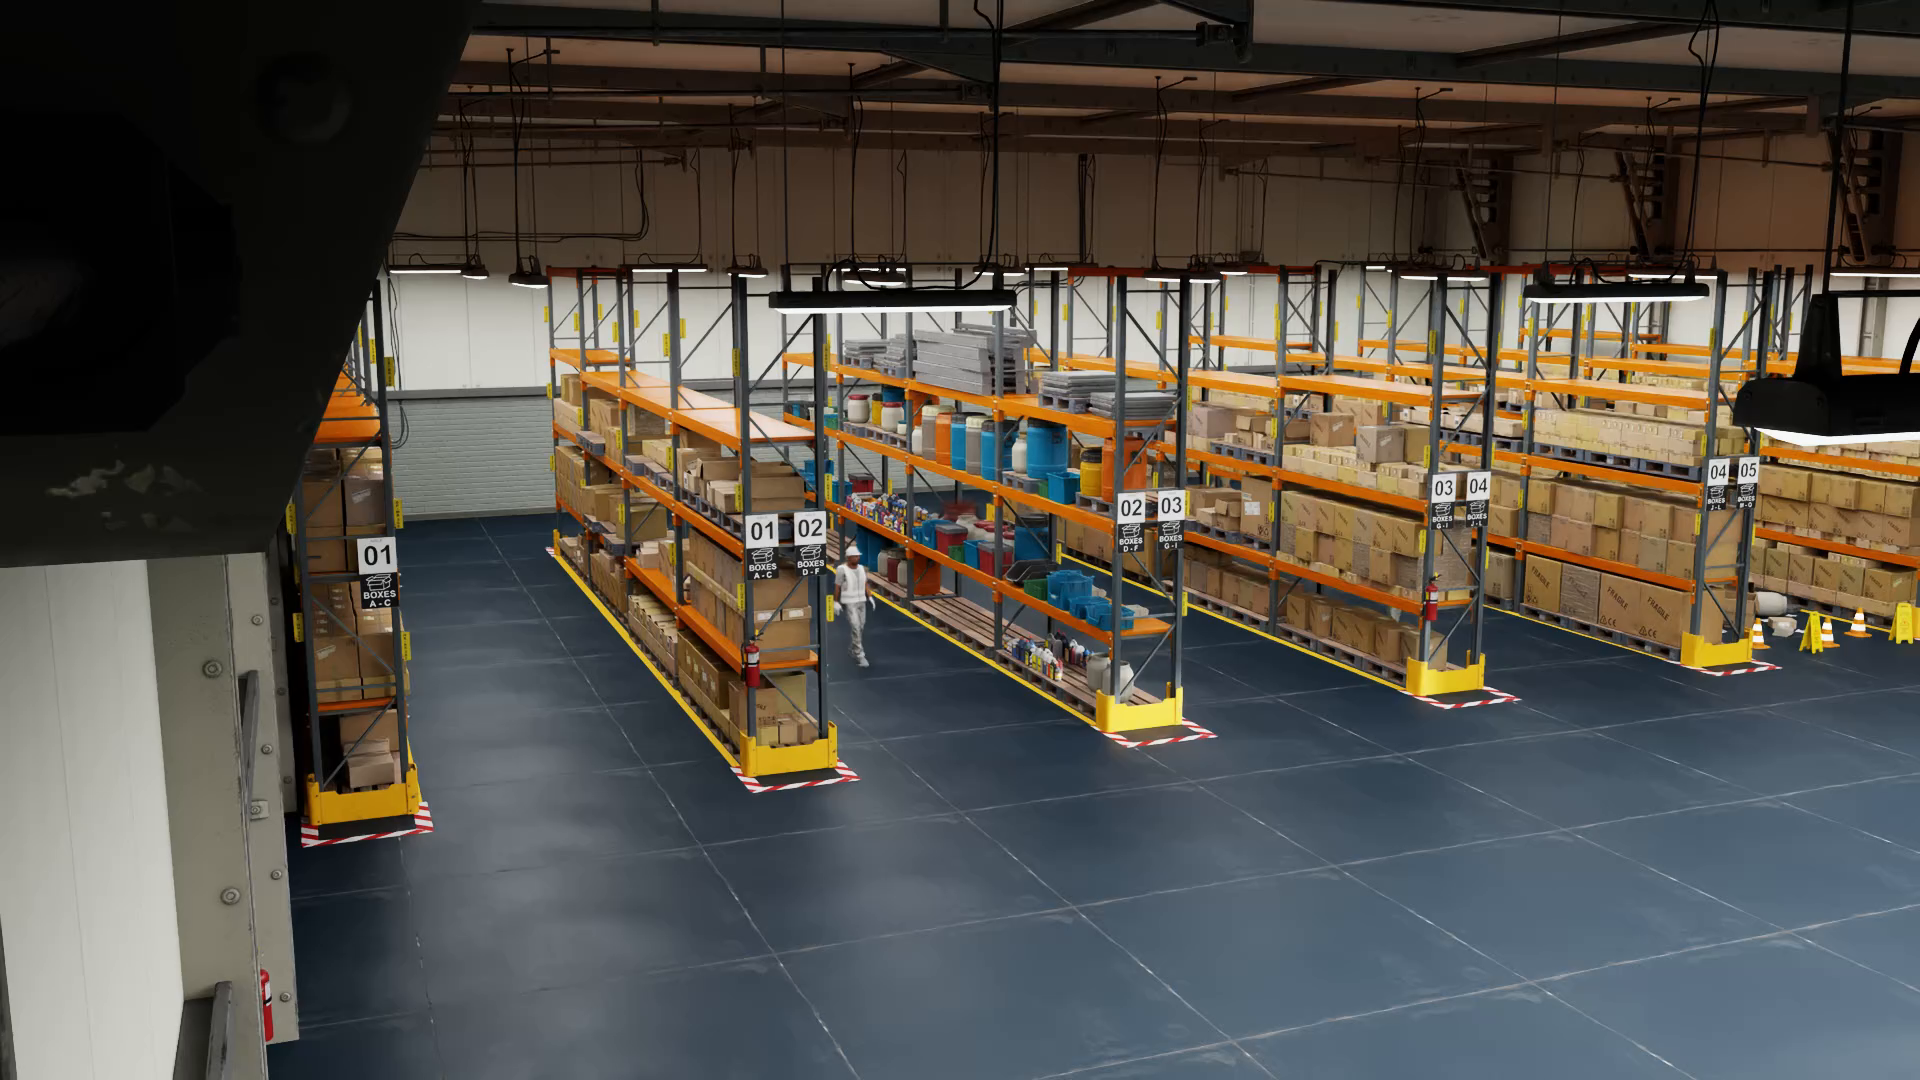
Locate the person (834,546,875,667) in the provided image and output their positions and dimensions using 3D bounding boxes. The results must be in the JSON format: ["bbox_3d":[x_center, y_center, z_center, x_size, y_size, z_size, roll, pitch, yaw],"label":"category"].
[{"bbox_3d":[-1.558,1.009,25.789,0.584,1.786,0.747,-9,14,-43],"label":"person"}]

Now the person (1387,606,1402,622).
[{"bbox_3d":[7.282,0.698,27.636,0.626,1.830,0.638,-2,10,-12],"label":"person"}]

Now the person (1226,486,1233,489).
[{"bbox_3d":[5.484,-0.350,34.128,0.612,1.574,0.679,-2,10,-14],"label":"person"}]

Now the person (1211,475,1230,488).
[{"bbox_3d":[6.617,-1.767,41.858,0.783,1.724,0.554,-1,10,-6],"label":"person"}]
